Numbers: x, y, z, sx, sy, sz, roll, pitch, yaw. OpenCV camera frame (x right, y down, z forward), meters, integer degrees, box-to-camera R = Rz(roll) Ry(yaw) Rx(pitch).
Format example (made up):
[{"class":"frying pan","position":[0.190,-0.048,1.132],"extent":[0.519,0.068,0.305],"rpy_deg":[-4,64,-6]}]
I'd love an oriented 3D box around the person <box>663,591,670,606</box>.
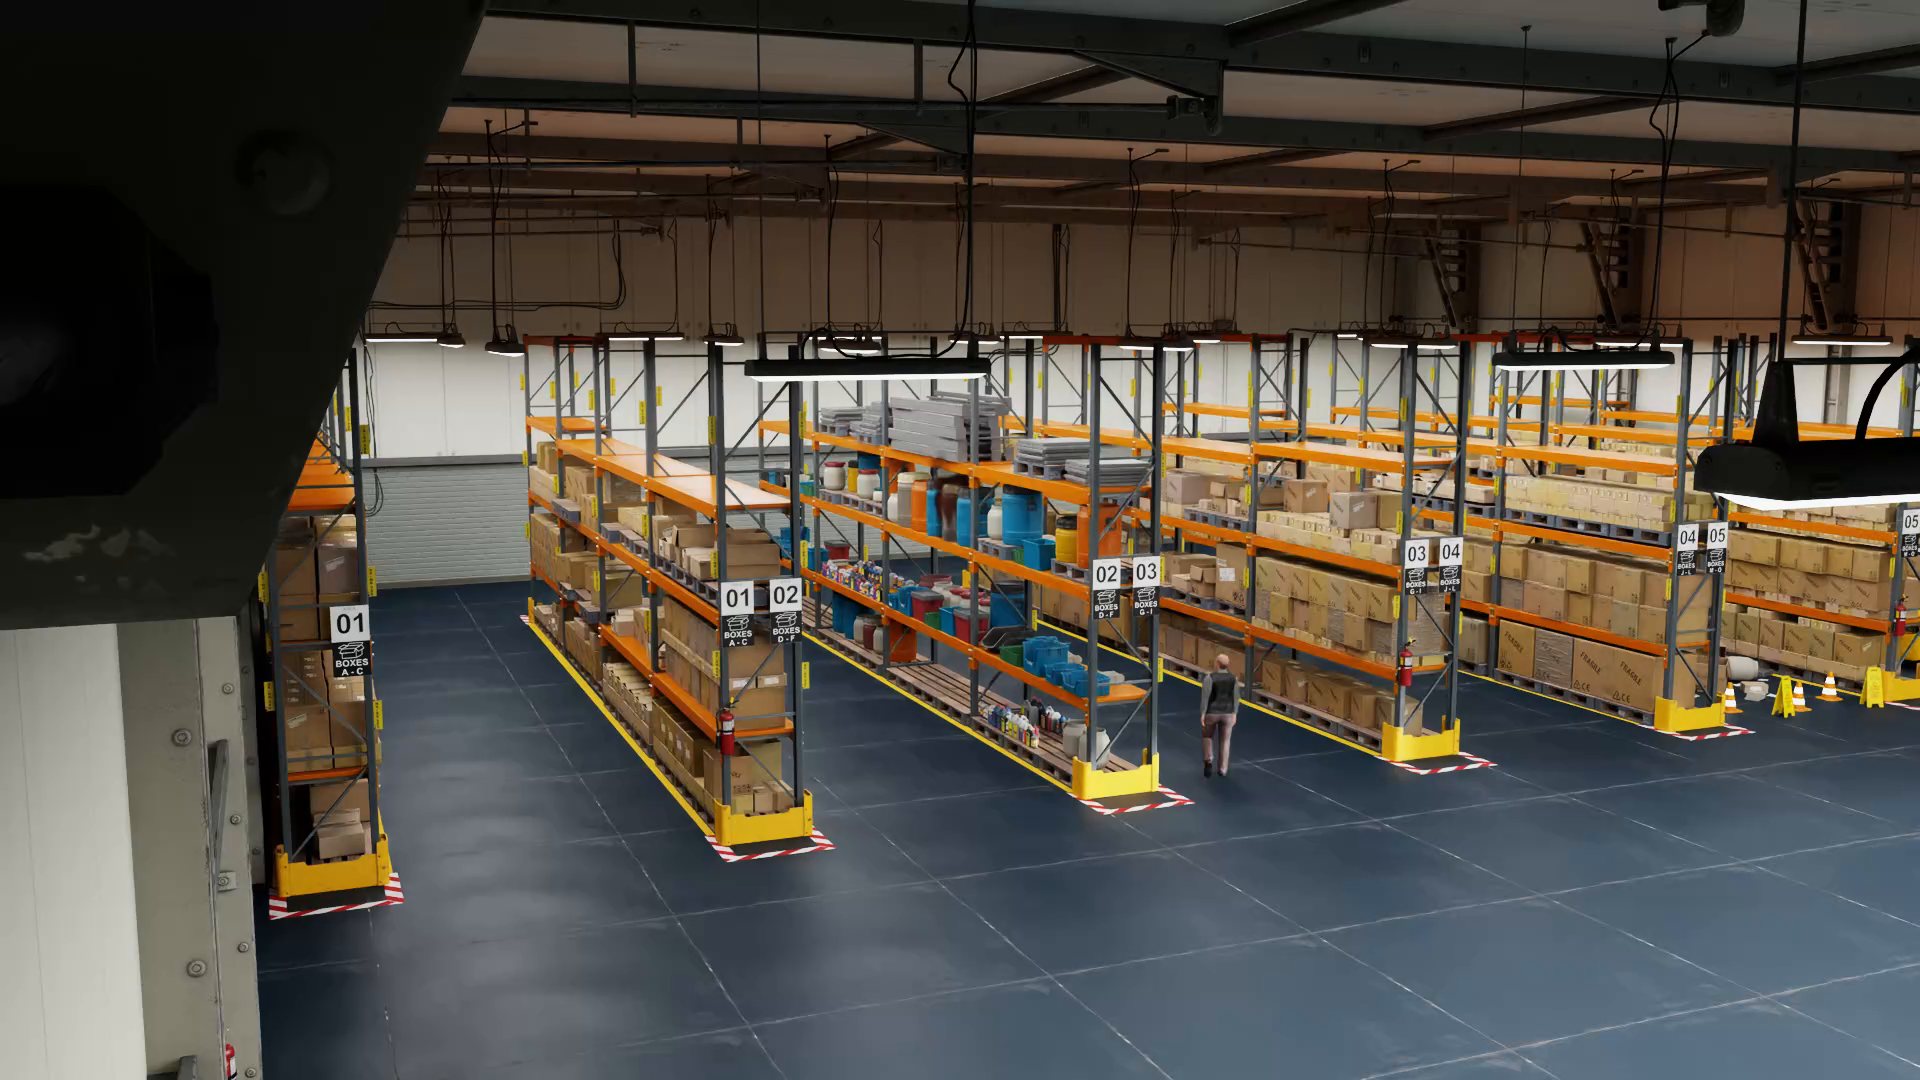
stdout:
[{"class":"person","position":[-5.300,1.371,31.267],"extent":[0.532,1.622,1.012],"rpy_deg":[-4,8,-25]}]

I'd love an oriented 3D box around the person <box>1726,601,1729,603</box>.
[{"class":"person","position":[15.548,1.003,33.511],"extent":[0.680,1.765,0.513],"rpy_deg":[2,8,17]}]

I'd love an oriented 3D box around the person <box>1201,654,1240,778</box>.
[{"class":"person","position":[3.590,2.425,22.967],"extent":[0.527,1.713,0.461],"rpy_deg":[1,8,10]}]
